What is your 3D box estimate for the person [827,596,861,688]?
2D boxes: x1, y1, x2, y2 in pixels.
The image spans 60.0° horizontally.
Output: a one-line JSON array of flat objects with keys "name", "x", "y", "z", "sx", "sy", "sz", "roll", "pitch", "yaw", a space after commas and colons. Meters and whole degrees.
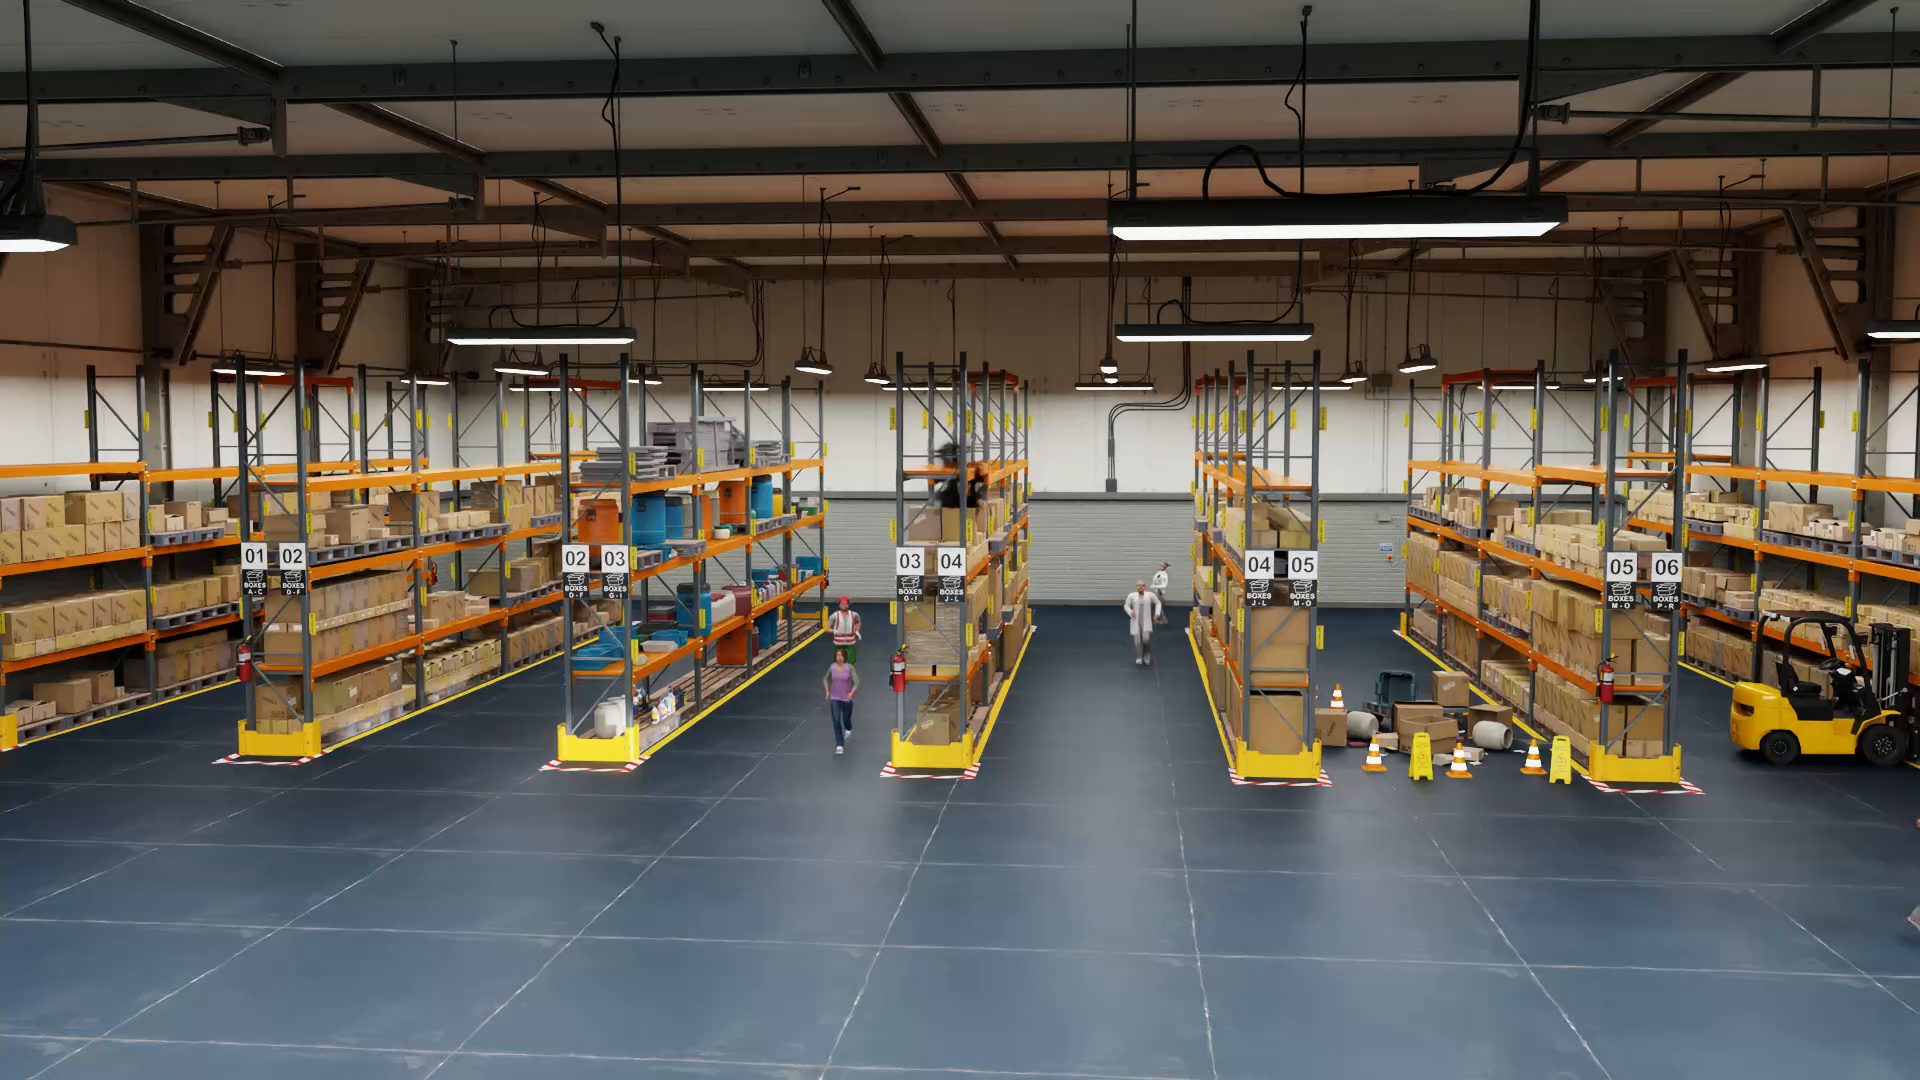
[{"name": "person", "x": -2.115, "y": 1.918, "z": 30.452, "sx": 0.652, "sy": 1.783, "sz": 0.988, "roll": -1, "pitch": 4, "yaw": -9}]

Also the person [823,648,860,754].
[{"name": "person", "x": -1.806, "y": 2.421, "z": 25.297, "sx": 0.568, "sy": 1.571, "sz": 0.738, "roll": 0, "pitch": 4, "yaw": 3}]

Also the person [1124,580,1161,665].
[{"name": "person", "x": 3.732, "y": 1.703, "z": 34.097, "sx": 0.747, "sy": 1.756, "sz": 0.680, "roll": 1, "pitch": 4, "yaw": 9}]

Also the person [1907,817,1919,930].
[{"name": "person", "x": 9.414, "y": 3.050, "z": 15.756, "sx": 0.555, "sy": 1.710, "sz": 0.786, "roll": -3, "pitch": 5, "yaw": -39}]

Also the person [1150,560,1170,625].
[{"name": "person", "x": 4.754, "y": 1.310, "z": 40.519, "sx": 0.699, "sy": 1.663, "sz": 0.736, "roll": -1, "pitch": 4, "yaw": -11}]
